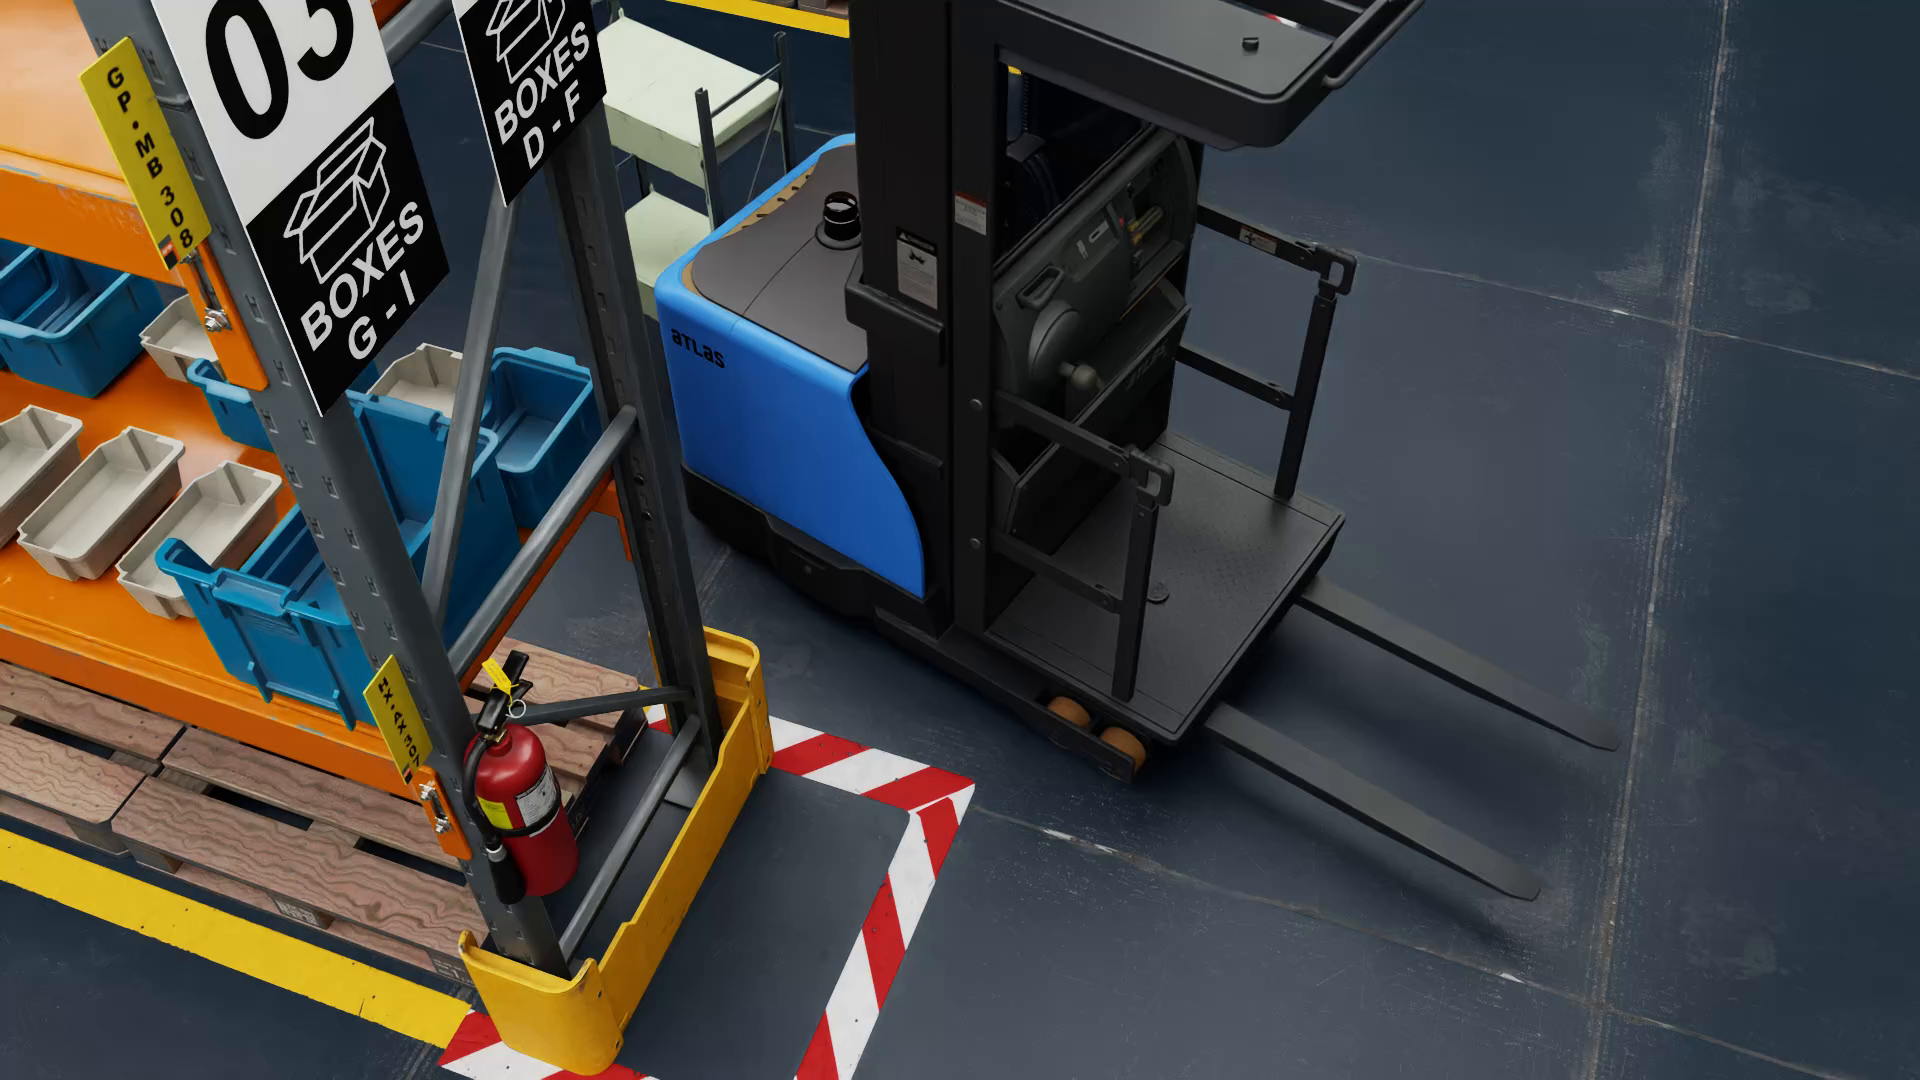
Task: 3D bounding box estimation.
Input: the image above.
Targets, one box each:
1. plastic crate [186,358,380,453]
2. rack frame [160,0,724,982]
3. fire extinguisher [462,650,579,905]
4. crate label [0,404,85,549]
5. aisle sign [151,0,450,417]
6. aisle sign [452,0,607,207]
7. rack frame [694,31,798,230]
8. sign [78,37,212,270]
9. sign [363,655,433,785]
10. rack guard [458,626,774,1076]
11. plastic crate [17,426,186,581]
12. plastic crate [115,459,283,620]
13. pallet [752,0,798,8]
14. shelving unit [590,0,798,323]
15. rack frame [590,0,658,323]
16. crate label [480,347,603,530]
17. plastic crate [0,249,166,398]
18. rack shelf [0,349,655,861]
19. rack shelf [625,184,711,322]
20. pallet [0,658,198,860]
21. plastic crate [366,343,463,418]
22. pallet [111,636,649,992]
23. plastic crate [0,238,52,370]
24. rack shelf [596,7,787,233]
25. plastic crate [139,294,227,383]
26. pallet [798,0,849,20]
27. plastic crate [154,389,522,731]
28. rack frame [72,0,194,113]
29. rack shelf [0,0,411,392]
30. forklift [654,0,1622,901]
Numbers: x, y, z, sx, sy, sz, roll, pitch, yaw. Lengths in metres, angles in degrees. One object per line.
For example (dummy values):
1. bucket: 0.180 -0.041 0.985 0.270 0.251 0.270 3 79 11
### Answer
1. plastic crate: -1.685 -0.411 4.192 0.300 0.233 0.416 16 51 13
2. rack frame: -0.950 0.024 3.744 0.127 3.000 1.000 16 51 13
3. fire extinguisher: -0.966 0.533 3.601 0.183 0.674 0.296 16 51 13
4. crate label: -2.315 -0.136 4.018 0.243 0.136 0.396 16 51 13
5. aisle sign: -0.984 -0.601 2.565 0.004 0.787 0.394 16 51 13
6. aisle sign: -0.780 -1.019 2.928 0.004 0.787 0.394 16 51 13
7. rack frame: -0.660 -0.951 5.581 0.023 1.500 0.400 28 55 22
8. sign: -1.126 -0.530 2.309 0.005 0.325 0.100 16 51 13
9. sign: -1.126 0.365 3.341 0.005 0.325 0.100 16 51 13
10. rack guard: -0.923 0.840 4.691 0.348 0.500 1.175 16 51 13
11. plastic crate: -2.045 -0.081 3.970 0.243 0.136 0.396 16 51 13
12. plastic crate: -1.778 0.006 3.895 0.243 0.136 0.396 16 51 13
13. pallet: -1.190 -3.121 8.316 1.213 0.211 1.003 16 51 13
14. shelving unit: -0.958 -1.112 5.721 0.755 1.500 0.431 28 55 22
15. rack frame: -1.255 -1.273 5.860 0.023 1.500 0.400 28 55 22
16. crate label: -1.068 -0.239 4.043 0.303 0.233 0.416 16 51 13
17. plastic crate: -2.303 -0.584 4.342 0.300 0.233 0.416 16 51 13
18. rack shelf: -2.827 -0.264 4.470 4.000 0.370 1.077 16 51 13
19. rack shelf: -0.958 -0.898 5.967 0.720 0.370 0.431 28 55 22
20. pallet: -2.851 0.373 5.287 1.213 0.211 1.003 16 51 13
21. plastic crate: -1.340 -0.350 4.203 0.298 0.136 0.250 16 51 13
22. pallet: -1.711 0.694 5.009 1.213 0.211 1.003 16 51 13
23. plastic crate: -2.585 -0.662 4.410 0.300 0.233 0.416 16 51 13
24. rack shelf: -0.958 -1.367 5.426 0.720 0.370 0.431 28 55 22
25. plastic crate: -1.976 -0.528 4.357 0.298 0.136 0.250 16 51 13
26. pallet: -0.050 -2.801 8.038 1.213 0.211 1.003 16 51 13
27. plastic crate: -1.329 0.038 3.669 0.499 0.435 0.616 16 51 13
28. rack frame: -0.950 -1.941 1.477 0.127 3.000 1.000 16 51 13
29. rack shelf: -2.827 -1.246 3.336 4.000 0.370 1.077 16 51 13
30. forklift: 0.548 -0.688 4.406 3.031 2.935 1.130 28 55 22
